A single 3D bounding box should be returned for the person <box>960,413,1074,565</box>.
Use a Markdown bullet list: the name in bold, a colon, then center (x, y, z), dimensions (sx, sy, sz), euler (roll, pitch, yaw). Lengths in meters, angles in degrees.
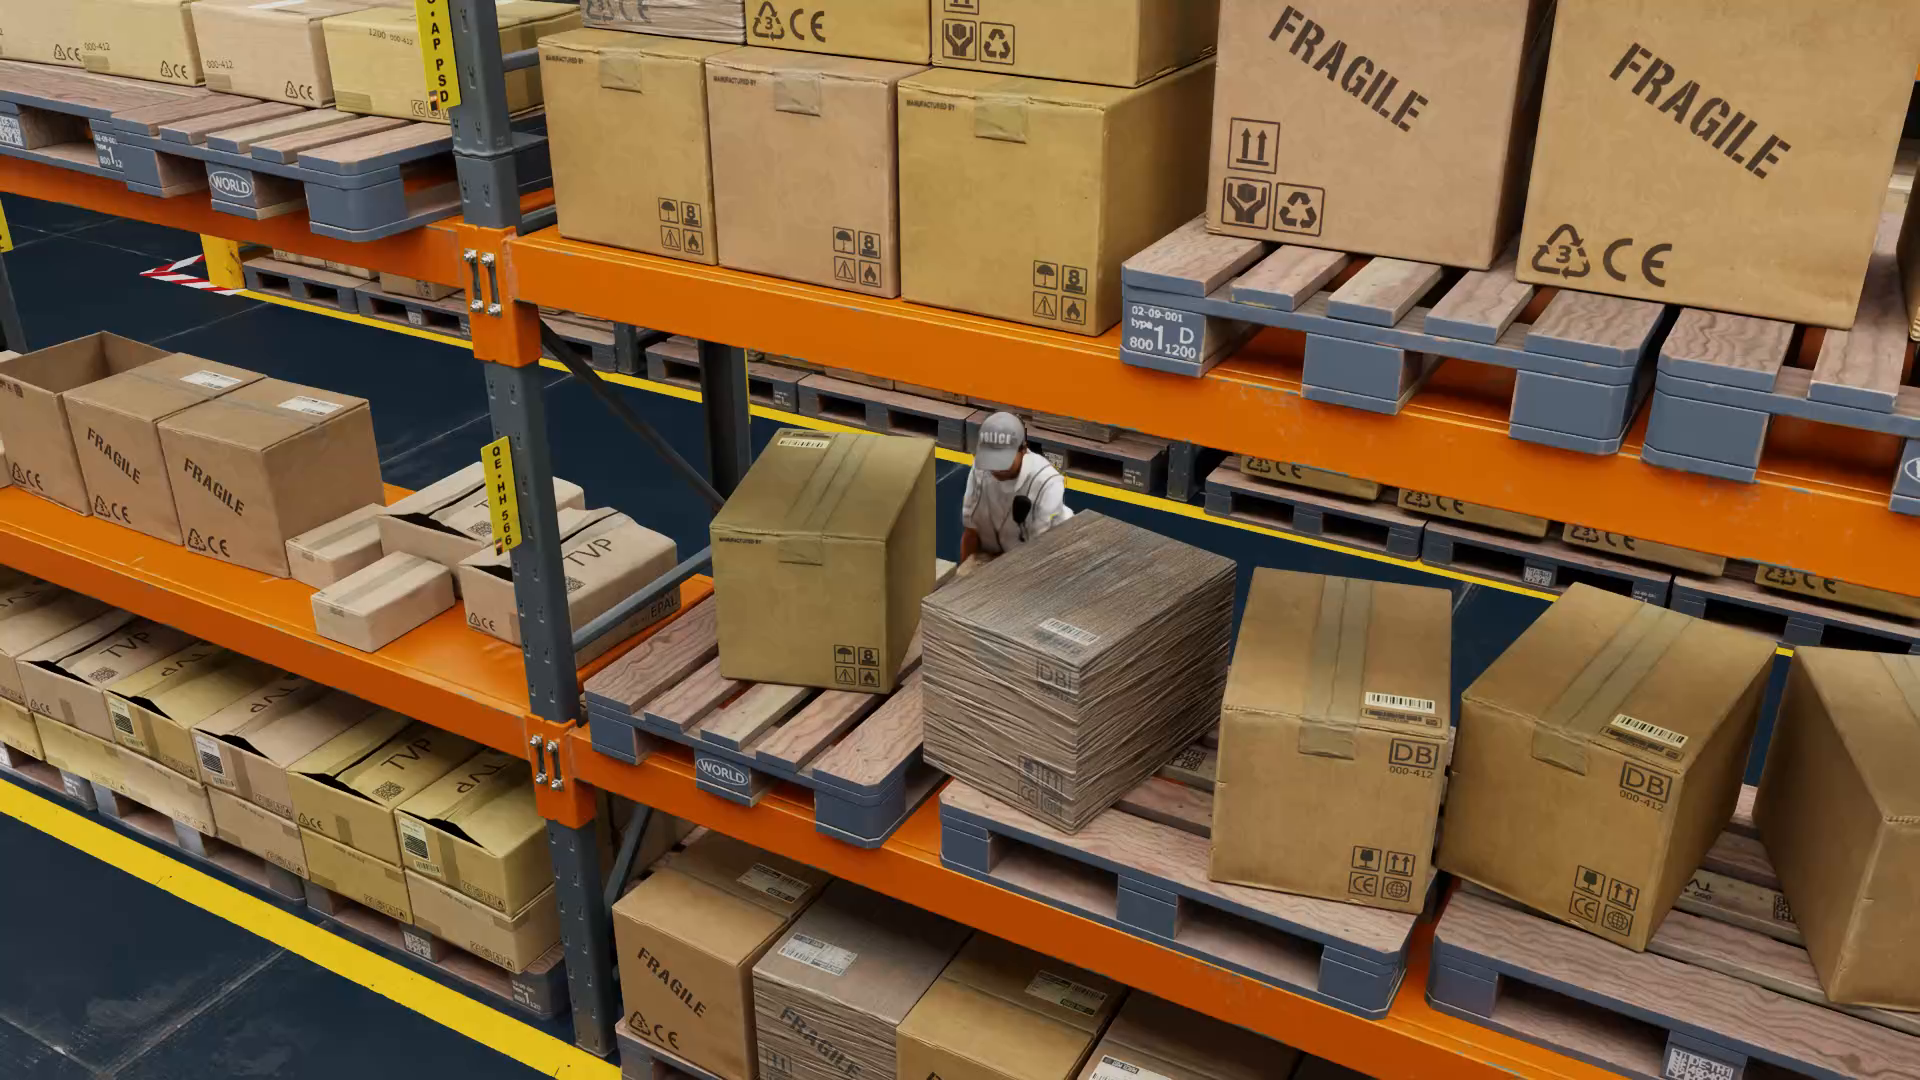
- **person**: center (0.231, 0.167, 6.871), dimensions (0.452, 1.594, 0.654), euler (14, 30, 25)
